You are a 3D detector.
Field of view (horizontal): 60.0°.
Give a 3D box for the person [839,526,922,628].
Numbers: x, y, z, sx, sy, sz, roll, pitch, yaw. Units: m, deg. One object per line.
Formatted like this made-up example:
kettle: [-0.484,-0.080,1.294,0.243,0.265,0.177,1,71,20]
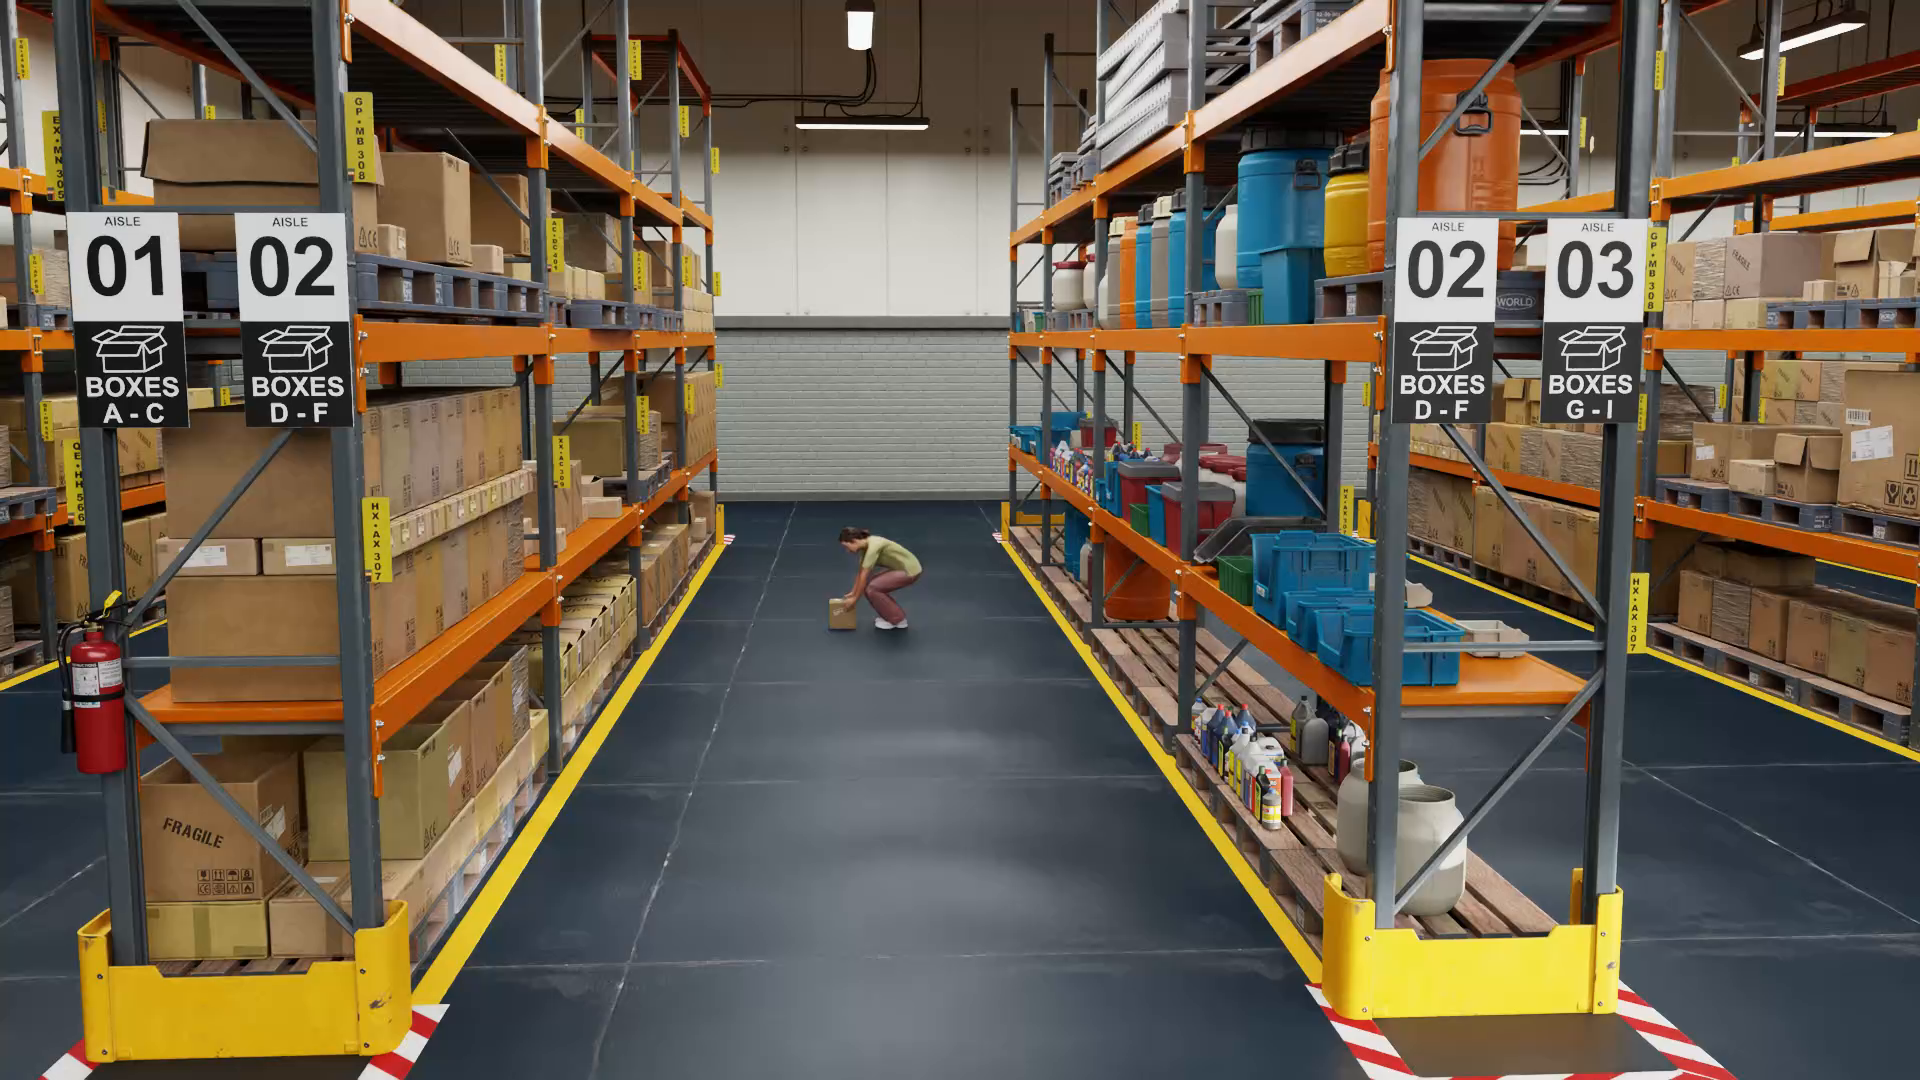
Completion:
person: [-0.755,0.347,15.816,0.787,0.974,0.494,0,7,-4]
